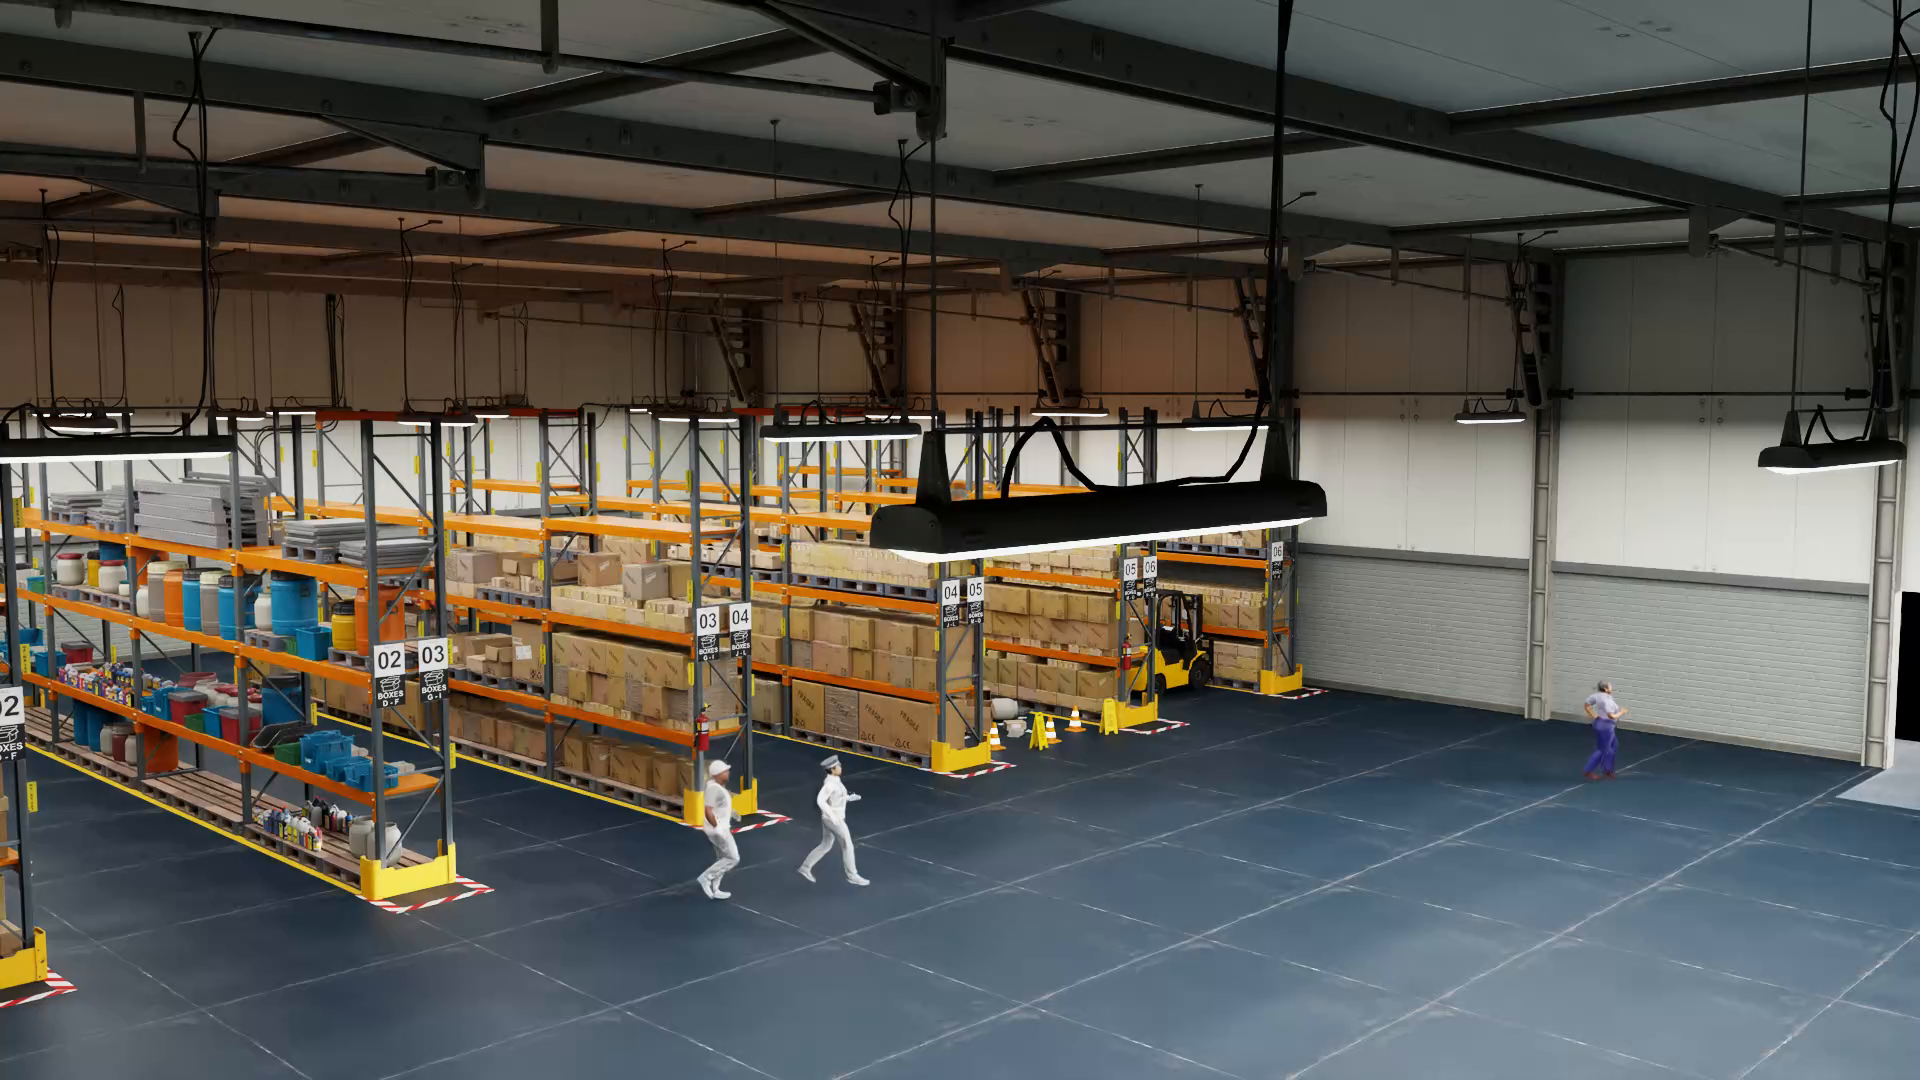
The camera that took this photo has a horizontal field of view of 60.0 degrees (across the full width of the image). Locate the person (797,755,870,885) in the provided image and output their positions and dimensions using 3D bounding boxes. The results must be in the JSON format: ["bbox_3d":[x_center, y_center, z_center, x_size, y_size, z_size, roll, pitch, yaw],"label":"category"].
[{"bbox_3d":[-1.609,3.578,21.232,0.900,1.689,0.614,-1,5,-12],"label":"person"}]

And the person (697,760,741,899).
[{"bbox_3d":[-3.016,3.618,20.805,0.589,1.746,0.694,-1,5,-14],"label":"person"}]

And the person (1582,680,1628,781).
[{"bbox_3d":[10.490,3.121,27.061,0.684,1.704,0.585,0,5,3],"label":"person"}]

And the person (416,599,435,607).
[{"bbox_3d":[-12.677,2.008,39.175,0.737,1.709,0.970,2,5,19],"label":"person"}]

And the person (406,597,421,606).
[{"bbox_3d":[-12.698,2.051,38.529,0.677,1.737,0.567,0,5,-3],"label":"person"}]
